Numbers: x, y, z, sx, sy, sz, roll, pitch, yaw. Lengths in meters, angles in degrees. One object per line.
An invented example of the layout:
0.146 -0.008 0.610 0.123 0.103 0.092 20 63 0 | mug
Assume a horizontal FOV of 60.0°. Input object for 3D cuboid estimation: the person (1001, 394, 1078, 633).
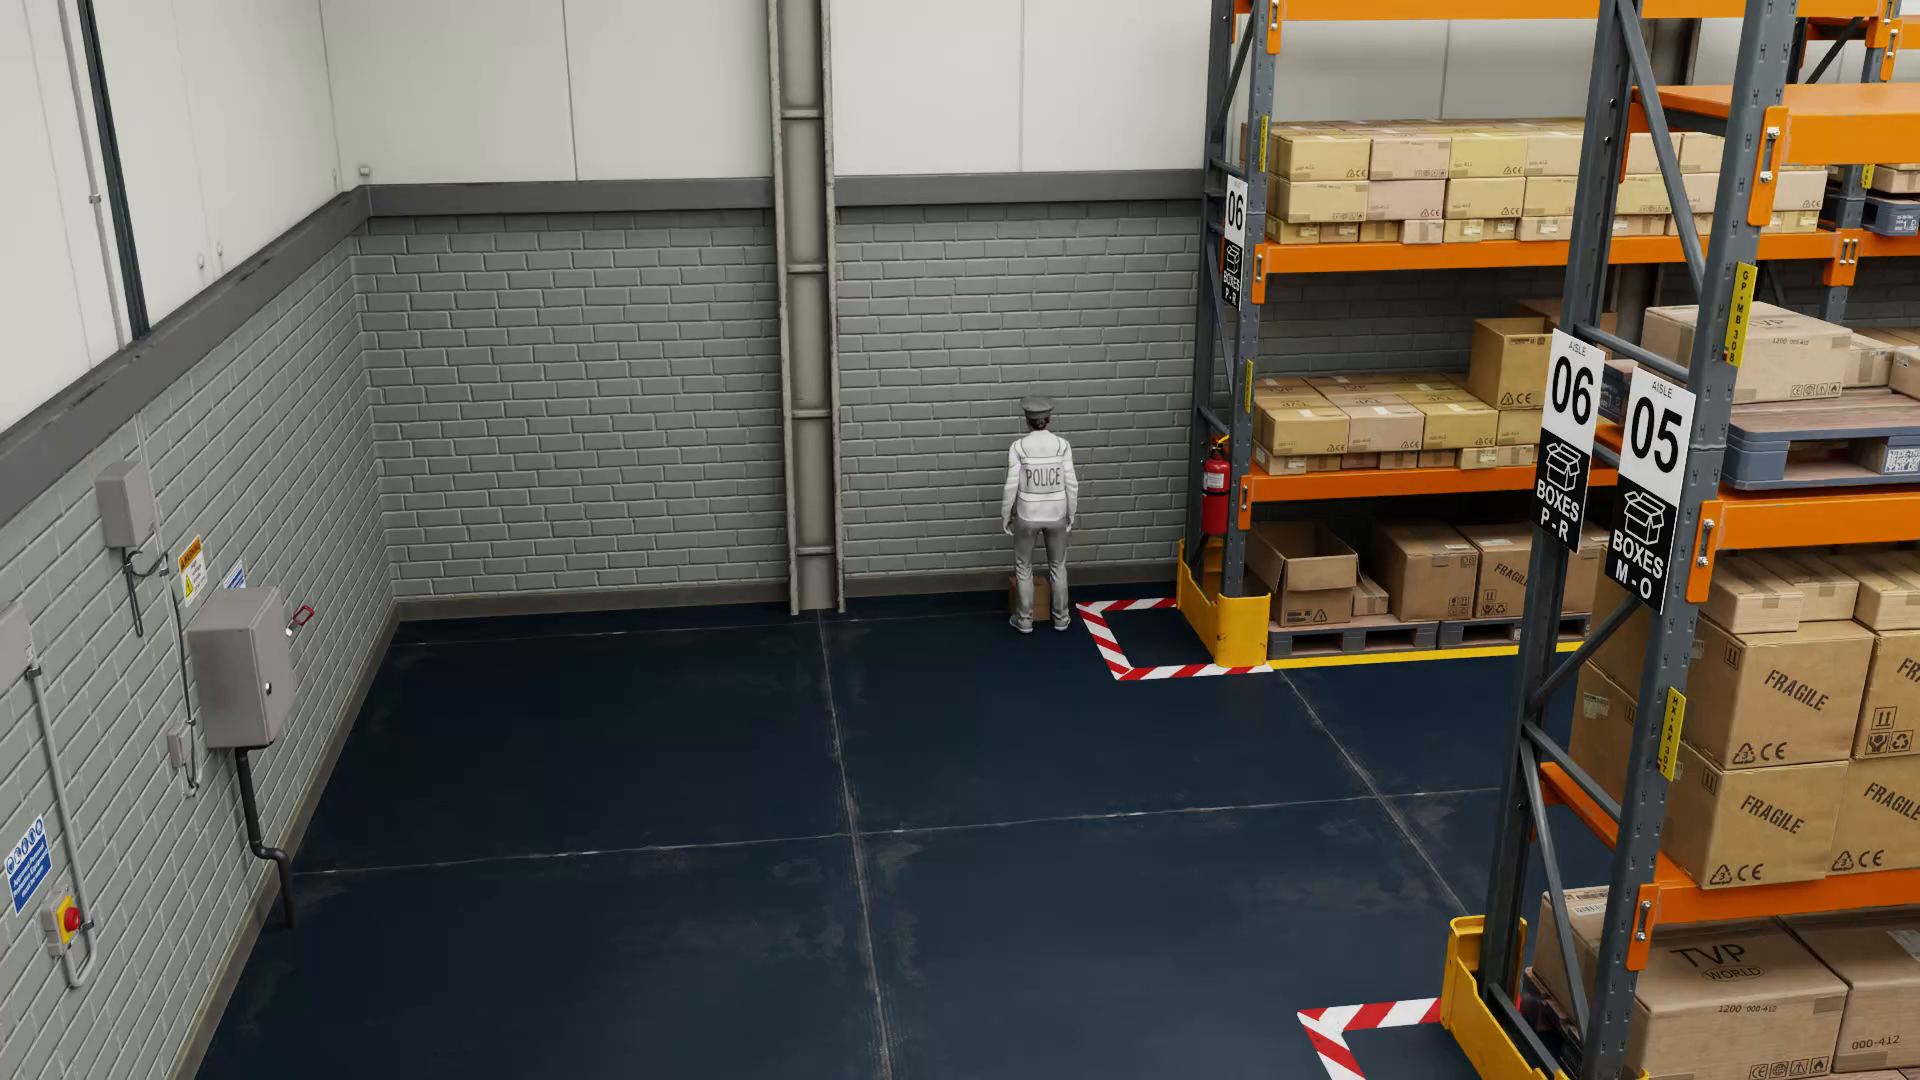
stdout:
0.548 -0.160 11.503 0.529 1.664 0.371 -3 20 -7 | person
